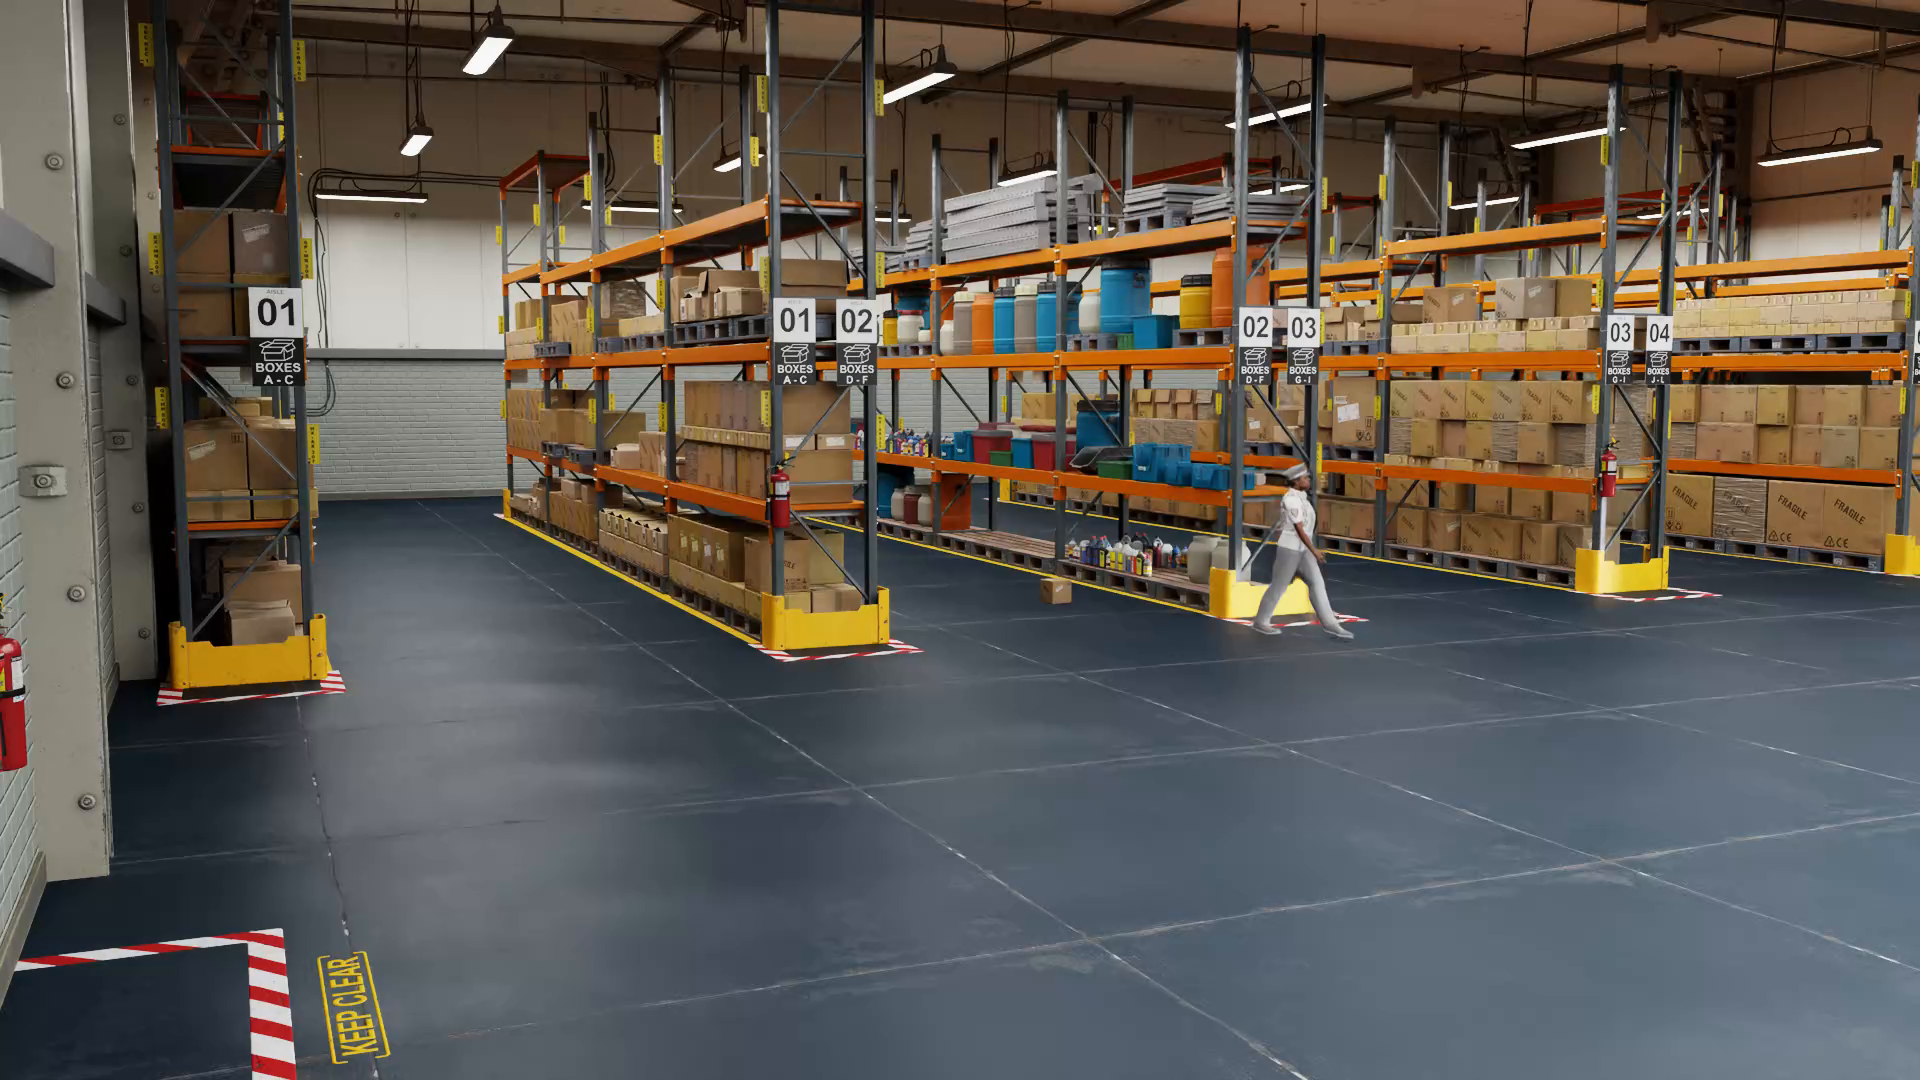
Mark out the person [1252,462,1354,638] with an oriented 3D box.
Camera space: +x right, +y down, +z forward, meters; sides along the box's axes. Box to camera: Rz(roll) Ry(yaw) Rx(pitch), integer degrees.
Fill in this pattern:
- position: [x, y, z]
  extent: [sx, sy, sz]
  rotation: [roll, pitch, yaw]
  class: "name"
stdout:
- position: [3.247, 0.095, 15.724]
  extent: [0.932, 1.656, 0.441]
  rotation: [3, 6, 27]
  class: "person"
